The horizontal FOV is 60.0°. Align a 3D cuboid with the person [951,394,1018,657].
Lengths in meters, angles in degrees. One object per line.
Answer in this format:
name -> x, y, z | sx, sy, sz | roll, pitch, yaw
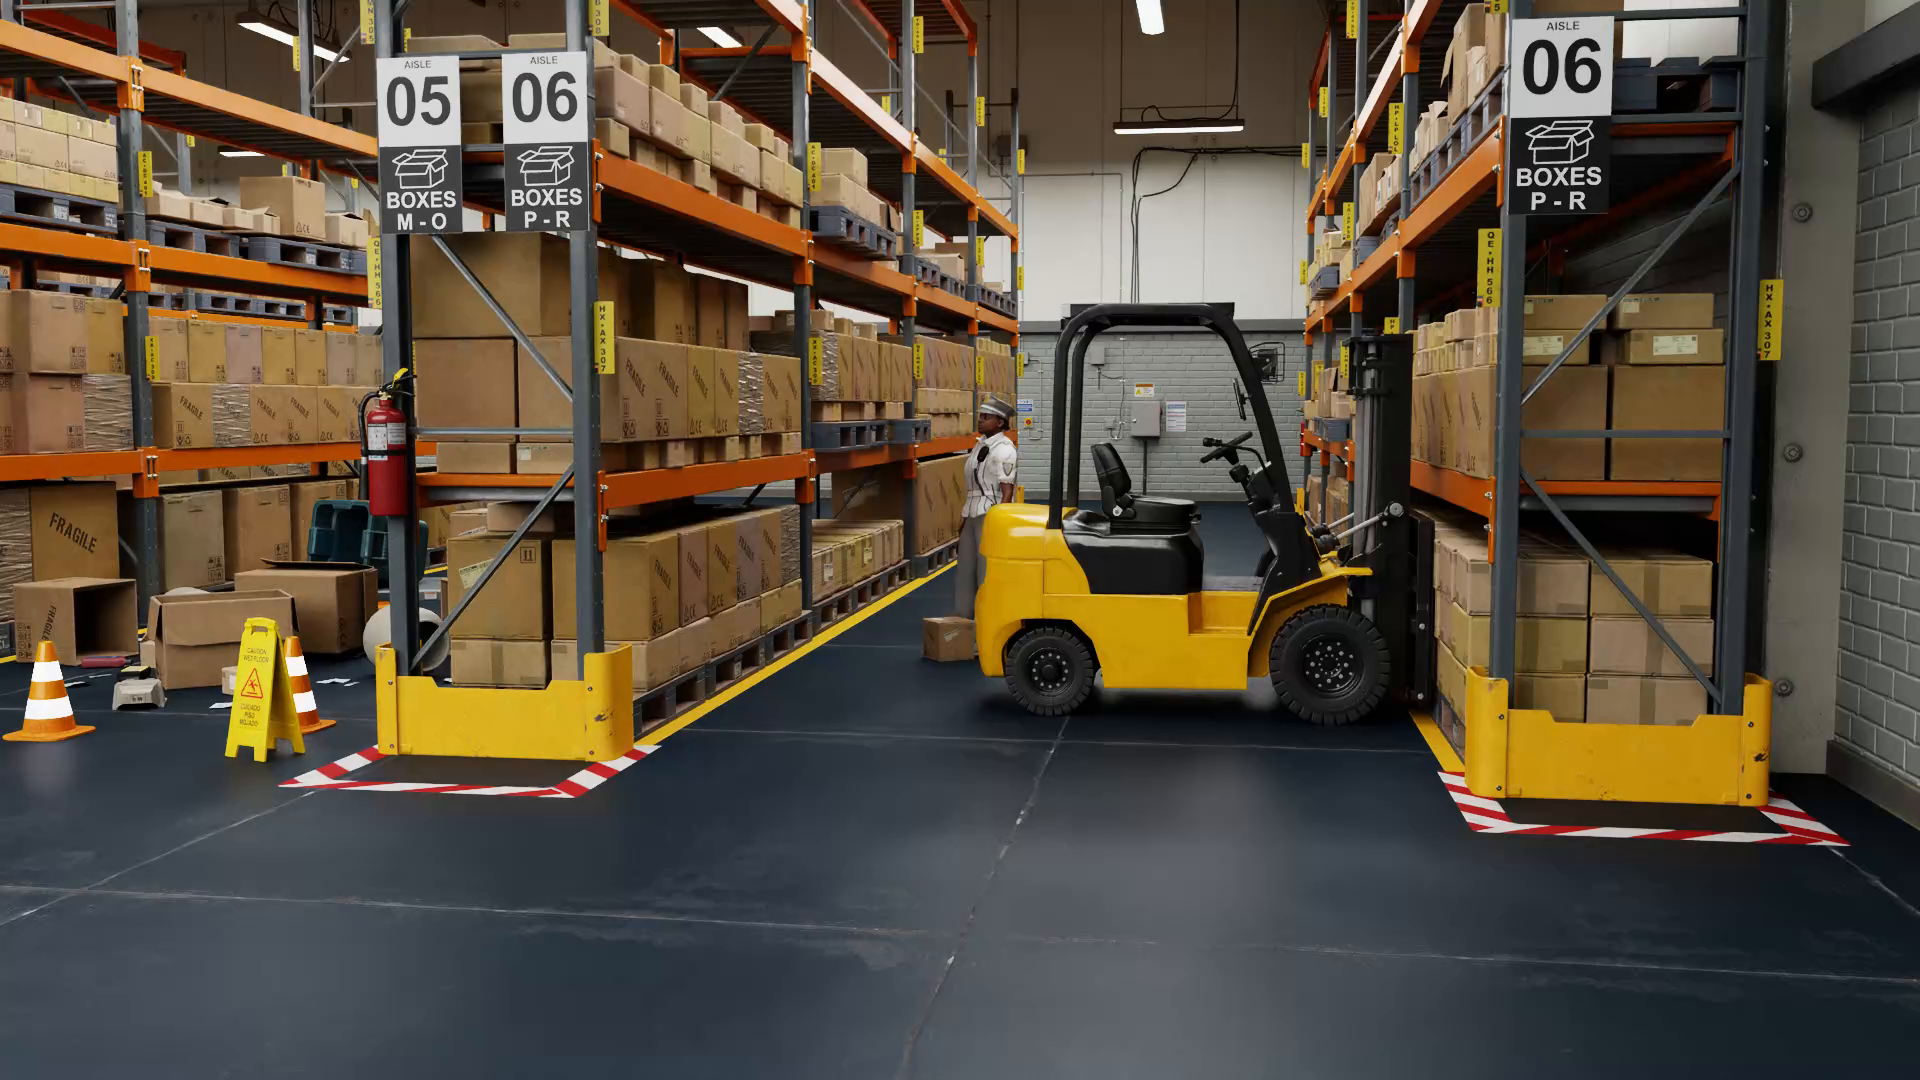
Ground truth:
person -> 0.098, -0.098, 10.797 | 0.526, 1.696, 0.569 | -2, 5, -24
